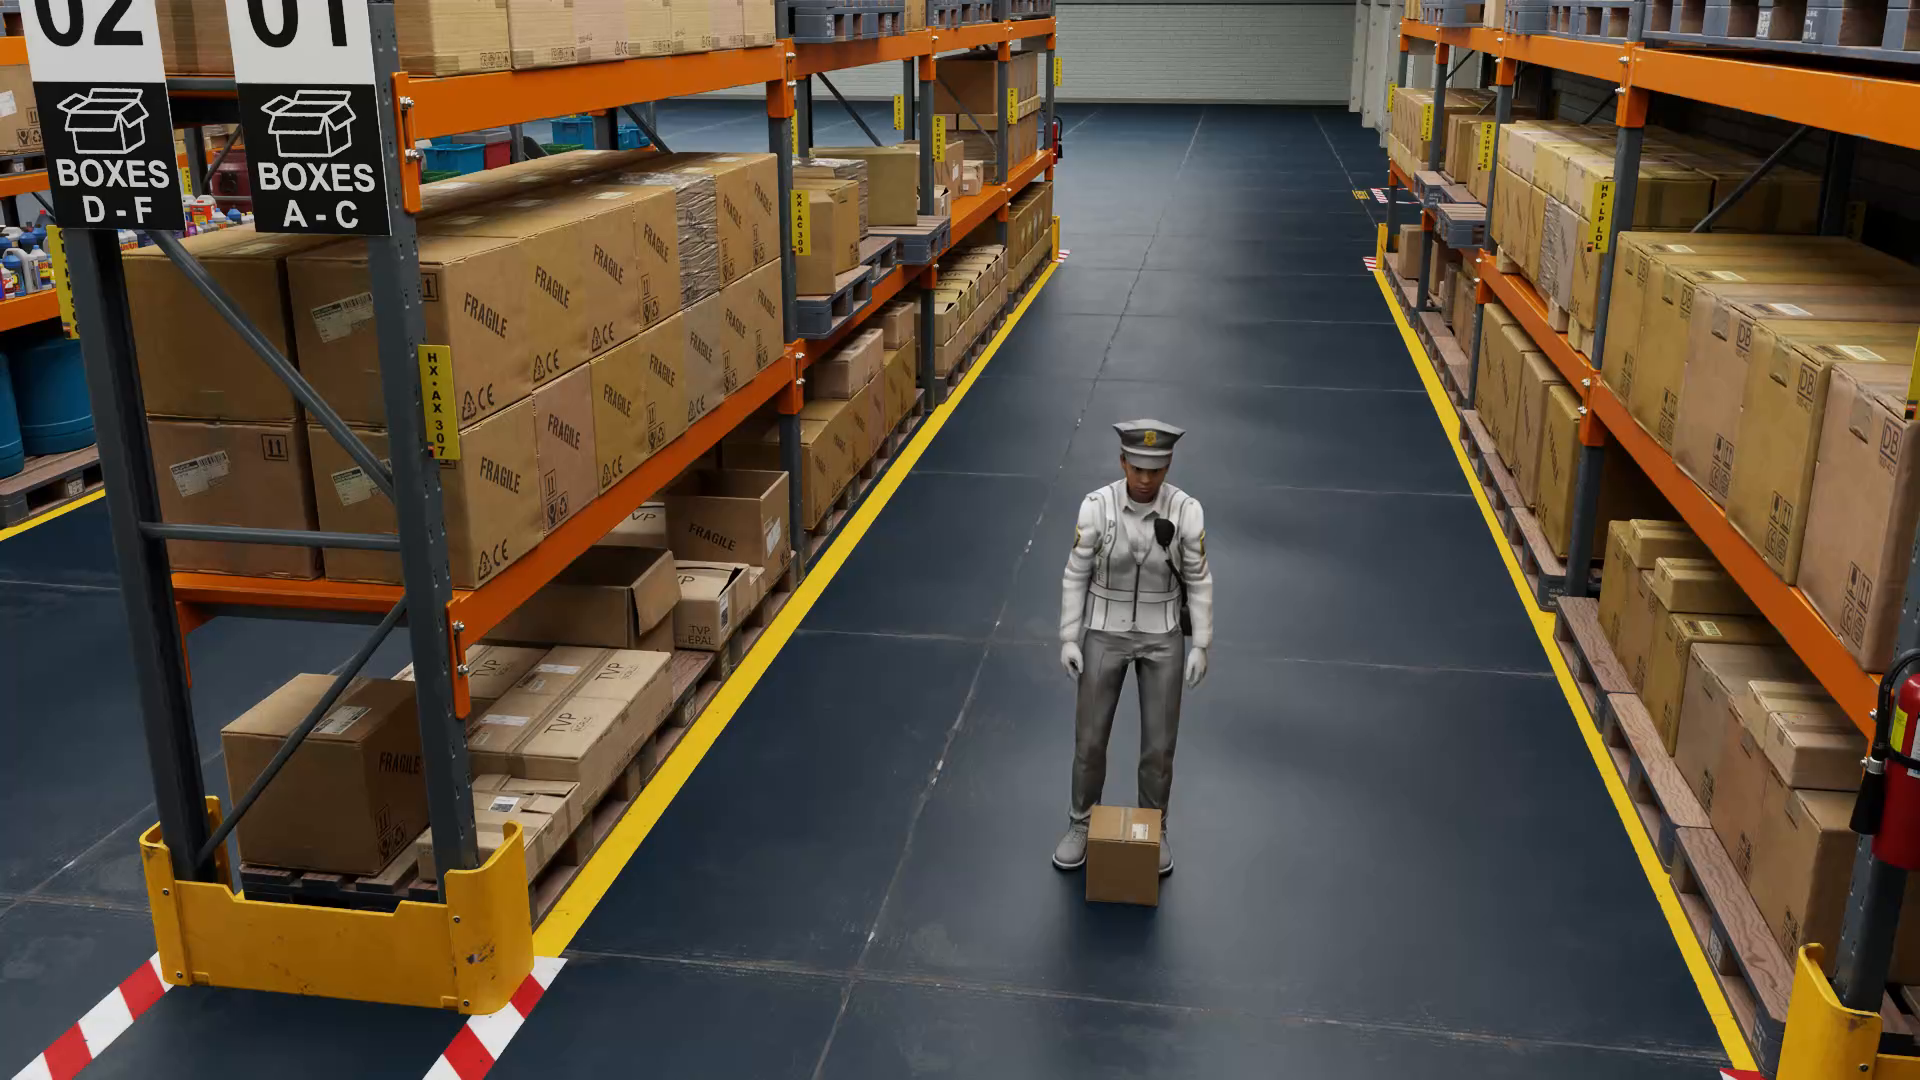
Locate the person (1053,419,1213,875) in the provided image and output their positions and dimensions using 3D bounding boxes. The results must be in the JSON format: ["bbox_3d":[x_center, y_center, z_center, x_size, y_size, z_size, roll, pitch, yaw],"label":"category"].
[{"bbox_3d":[0.621,0.371,5.903,0.544,1.666,0.370,2,18,6],"label":"person"}]
